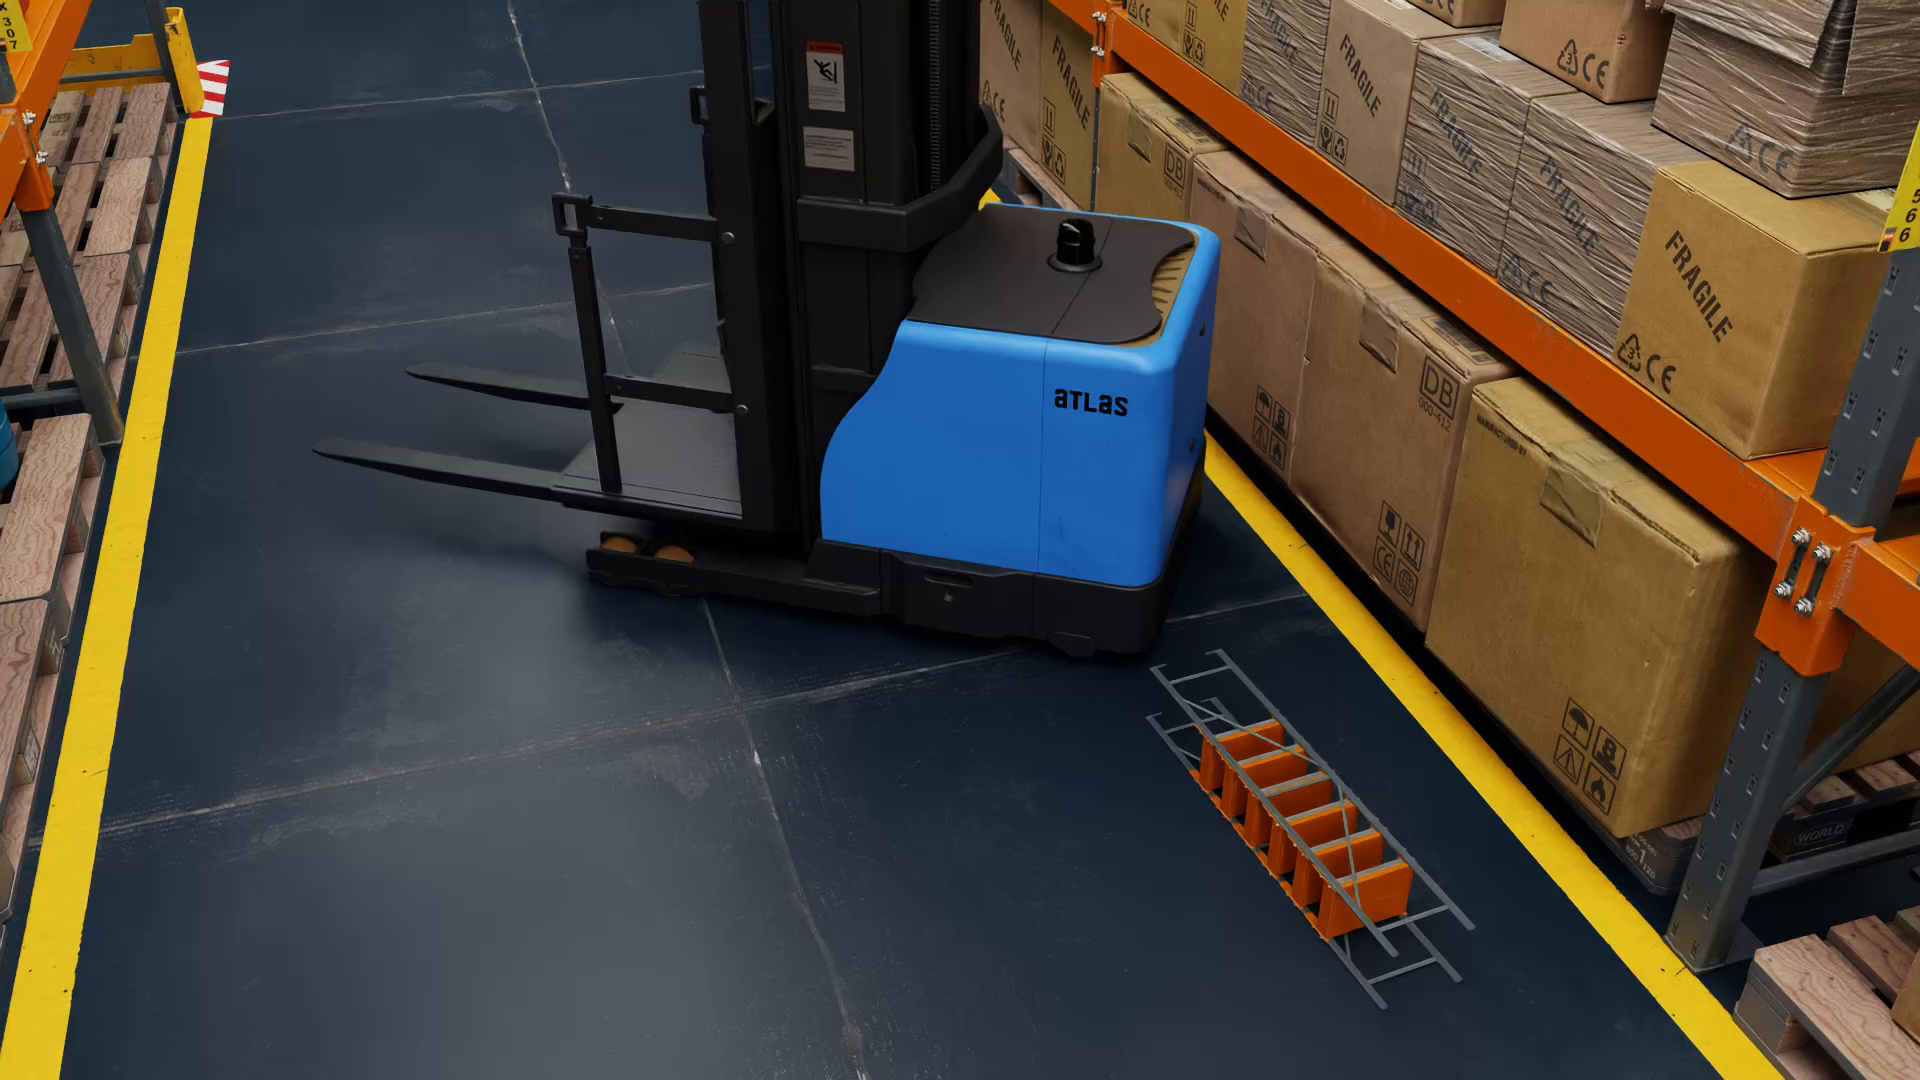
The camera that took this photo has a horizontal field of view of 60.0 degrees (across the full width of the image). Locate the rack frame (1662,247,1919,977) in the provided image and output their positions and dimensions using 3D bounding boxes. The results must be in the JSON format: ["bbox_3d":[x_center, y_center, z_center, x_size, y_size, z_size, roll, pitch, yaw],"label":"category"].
[{"bbox_3d":[2.274,-0.288,3.465,1.000,3.000,0.127,-10,35,-15],"label":"rack frame"}]

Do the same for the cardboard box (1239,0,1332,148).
[{"bbox_3d":[1.263,-1.620,5.390,0.500,0.500,0.500,-11,35,-16],"label":"cardboard box"}]

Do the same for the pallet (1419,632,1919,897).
[{"bbox_3d":[2.105,0.449,4.880,1.003,0.211,1.213,-10,35,-15],"label":"pallet"}]

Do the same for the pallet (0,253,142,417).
[{"bbox_3d":[-3.924,-0.772,6.726,1.003,0.211,1.213,-10,35,-15],"label":"pallet"}]

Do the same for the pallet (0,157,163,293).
[{"bbox_3d":[-4.300,-1.413,7.697,1.003,0.211,1.213,-10,35,-15],"label":"pallet"}]

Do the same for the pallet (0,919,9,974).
[{"bbox_3d":[-2.723,1.301,3.589,1.003,0.211,1.213,-10,35,-15],"label":"pallet"}]

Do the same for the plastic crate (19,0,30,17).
[{"bbox_3d":[-3.696,-2.118,6.122,0.402,0.464,0.583,-10,35,-15],"label":"plastic crate"}]

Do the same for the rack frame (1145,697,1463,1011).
[{"bbox_3d":[0.895,0.806,4.521,0.240,0.006,1.200,-13,36,-19],"label":"rack frame"}]

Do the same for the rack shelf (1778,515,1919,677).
[{"bbox_3d":[2.884,1.062,2.075,1.077,0.370,4.000,-10,35,-15],"label":"rack shelf"}]

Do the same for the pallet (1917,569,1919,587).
[{"bbox_3d":[2.593,0.148,2.979,1.213,0.211,1.003,-10,35,-15],"label":"pallet"}]

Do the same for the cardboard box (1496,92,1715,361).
[{"bbox_3d":[1.741,-0.810,4.164,0.500,0.500,0.500,-10,35,-15],"label":"cardboard box"}]

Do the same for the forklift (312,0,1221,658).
[{"bbox_3d":[-0.728,-1.305,5.067,3.031,2.935,1.130,9,34,13],"label":"forklift"}]

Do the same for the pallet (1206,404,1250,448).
[{"bbox_3d":[1.361,-0.833,6.818,1.003,0.211,1.213,-10,35,-15],"label":"pallet"}]

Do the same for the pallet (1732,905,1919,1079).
[{"bbox_3d":[2.511,1.286,3.613,1.003,0.211,1.213,-10,35,-15],"label":"pallet"}]

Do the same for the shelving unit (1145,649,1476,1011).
[{"bbox_3d":[0.895,0.730,4.470,0.258,0.189,1.200,-13,36,-19],"label":"shelving unit"}]

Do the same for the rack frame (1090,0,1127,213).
[{"bbox_3d":[1.054,-2.388,6.644,1.000,3.000,0.127,-10,35,-15],"label":"rack frame"}]

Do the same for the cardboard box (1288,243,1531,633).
[{"bbox_3d":[1.819,-0.412,5.199,1.225,0.875,0.875,-10,35,-15],"label":"cardboard box"}]

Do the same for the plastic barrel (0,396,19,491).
[{"bbox_3d":[-3.513,-0.567,5.409,0.600,0.901,0.708,-10,35,-15],"label":"plastic barrel"}]

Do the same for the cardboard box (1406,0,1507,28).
[{"bbox_3d":[1.659,-1.829,4.796,0.797,0.503,0.637,-9,34,-13],"label":"cardboard box"}]

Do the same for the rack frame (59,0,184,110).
[{"bbox_3d":[-4.883,-3.656,8.561,1.000,3.000,0.127,-10,35,-15],"label":"rack frame"}]

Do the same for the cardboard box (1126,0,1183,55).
[{"bbox_3d":[0.956,-2.147,6.187,0.500,0.500,0.500,-10,35,-15],"label":"cardboard box"}]

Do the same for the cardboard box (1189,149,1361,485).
[{"bbox_3d":[1.542,-0.875,5.900,1.225,0.875,0.875,-11,35,-16],"label":"cardboard box"}]

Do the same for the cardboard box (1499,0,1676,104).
[{"bbox_3d":[1.870,-1.478,4.265,0.797,0.503,0.637,-9,35,-14],"label":"cardboard box"}]

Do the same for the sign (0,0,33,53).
[{"bbox_3d":[-3.139,-1.762,5.445,0.100,0.325,0.005,-10,35,-15],"label":"sign"}]

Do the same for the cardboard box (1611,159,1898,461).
[{"bbox_3d":[1.888,-0.547,3.767,0.500,0.500,0.500,-9,35,-13],"label":"cardboard box"}]

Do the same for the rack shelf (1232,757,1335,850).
[{"bbox_3d":[0.878,0.707,4.504,0.258,0.180,0.103,-13,36,-19],"label":"rack shelf"}]

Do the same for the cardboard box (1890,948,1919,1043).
[{"bbox_3d":[2.497,0.919,3.506,0.700,0.500,0.500,-12,35,-17],"label":"cardboard box"}]

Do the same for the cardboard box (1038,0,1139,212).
[{"bbox_3d":[0.929,-2.037,7.658,0.875,0.875,0.875,-10,35,-15],"label":"cardboard box"}]

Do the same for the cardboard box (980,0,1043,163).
[{"bbox_3d":[0.654,-2.510,8.373,0.875,0.875,0.875,-10,35,-15],"label":"cardboard box"}]

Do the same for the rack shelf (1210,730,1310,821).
[{"bbox_3d":[0.831,0.646,4.596,0.258,0.180,0.103,-13,36,-19],"label":"rack shelf"}]

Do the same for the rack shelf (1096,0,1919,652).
[{"bbox_3d":[1.664,-1.038,5.253,1.077,0.370,4.000,-10,35,-15],"label":"rack shelf"}]

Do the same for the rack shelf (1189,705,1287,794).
[{"bbox_3d":[0.785,0.585,4.689,0.258,0.180,0.103,-13,36,-19],"label":"rack shelf"}]

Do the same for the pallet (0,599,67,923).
[{"bbox_3d":[-3.091,0.662,4.557,1.003,0.211,1.213,-10,35,-15],"label":"pallet"}]

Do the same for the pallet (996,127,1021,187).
[{"bbox_3d":[0.521,-2.279,9.008,1.003,0.211,1.213,-10,35,-15],"label":"pallet"}]

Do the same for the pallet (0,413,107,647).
[{"bbox_3d":[-3.467,0.020,5.528,1.003,0.211,1.213,-10,35,-15],"label":"pallet"}]

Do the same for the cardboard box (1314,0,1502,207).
[{"bbox_3d":[1.425,-1.350,4.981,0.500,0.500,0.500,-9,35,-14],"label":"cardboard box"}]

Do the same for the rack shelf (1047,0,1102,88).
[{"bbox_3d":[0.444,-3.138,8.431,1.077,0.370,4.000,-10,35,-15],"label":"rack shelf"}]

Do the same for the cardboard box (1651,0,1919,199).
[{"bbox_3d":[2.066,-1.135,3.746,0.797,0.503,0.637,-9,34,-13],"label":"cardboard box"}]

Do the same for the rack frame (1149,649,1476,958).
[{"bbox_3d":[0.895,0.653,4.420,0.240,0.006,1.200,-13,36,-19],"label":"rack frame"}]

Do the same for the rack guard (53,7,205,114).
[{"bbox_3d":[-4.903,-2.623,9.266,1.175,0.500,0.348,-10,35,-15],"label":"rack guard"}]

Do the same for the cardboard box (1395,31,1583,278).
[{"bbox_3d":[1.580,-1.082,4.576,0.500,0.500,0.500,-11,35,-16],"label":"cardboard box"}]

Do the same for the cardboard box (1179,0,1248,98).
[{"bbox_3d":[1.110,-1.883,5.788,0.500,0.500,0.500,-10,35,-15],"label":"cardboard box"}]

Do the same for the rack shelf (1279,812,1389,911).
[{"bbox_3d":[0.972,0.829,4.320,0.258,0.180,0.103,-13,36,-19],"label":"rack shelf"}]

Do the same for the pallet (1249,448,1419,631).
[{"bbox_3d":[1.737,-0.191,5.847,1.003,0.211,1.213,-10,35,-15],"label":"pallet"}]

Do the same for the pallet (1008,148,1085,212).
[{"bbox_3d":[0.896,-1.637,8.036,1.003,0.211,1.213,-10,35,-15],"label":"pallet"}]

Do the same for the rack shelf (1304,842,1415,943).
[{"bbox_3d":[1.018,0.890,4.228,0.258,0.180,0.103,-13,36,-19],"label":"rack shelf"}]

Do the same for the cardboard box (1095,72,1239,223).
[{"bbox_3d":[1.268,-1.344,6.610,1.225,0.875,0.875,-10,35,-15],"label":"cardboard box"}]

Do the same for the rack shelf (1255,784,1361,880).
[{"bbox_3d":[0.925,0.768,4.412,0.258,0.180,0.103,-13,36,-19],"label":"rack shelf"}]

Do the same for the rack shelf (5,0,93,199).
[{"bbox_3d":[-4.273,-2.305,7.171,1.077,0.370,4.000,-10,35,-15],"label":"rack shelf"}]

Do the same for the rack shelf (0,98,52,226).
[{"bbox_3d":[-3.053,-0.205,3.992,1.077,0.370,4.000,-10,35,-15],"label":"rack shelf"}]

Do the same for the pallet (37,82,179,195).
[{"bbox_3d":[-4.669,-2.053,8.665,1.003,0.211,1.213,-10,35,-15],"label":"pallet"}]

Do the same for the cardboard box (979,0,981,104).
[{"bbox_3d":[0.383,-2.977,9.081,0.875,0.875,0.875,-10,35,-15],"label":"cardboard box"}]

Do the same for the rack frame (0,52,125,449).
[{"bbox_3d":[-3.663,-1.555,5.383,1.000,3.000,0.127,-10,35,-15],"label":"rack frame"}]

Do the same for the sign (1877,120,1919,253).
[{"bbox_3d":[1.746,-0.676,3.002,0.100,0.325,0.005,-10,35,-15],"label":"sign"}]

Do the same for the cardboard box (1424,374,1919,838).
[{"bbox_3d":[2.083,0.057,4.489,1.225,0.875,0.875,-12,35,-17],"label":"cardboard box"}]
